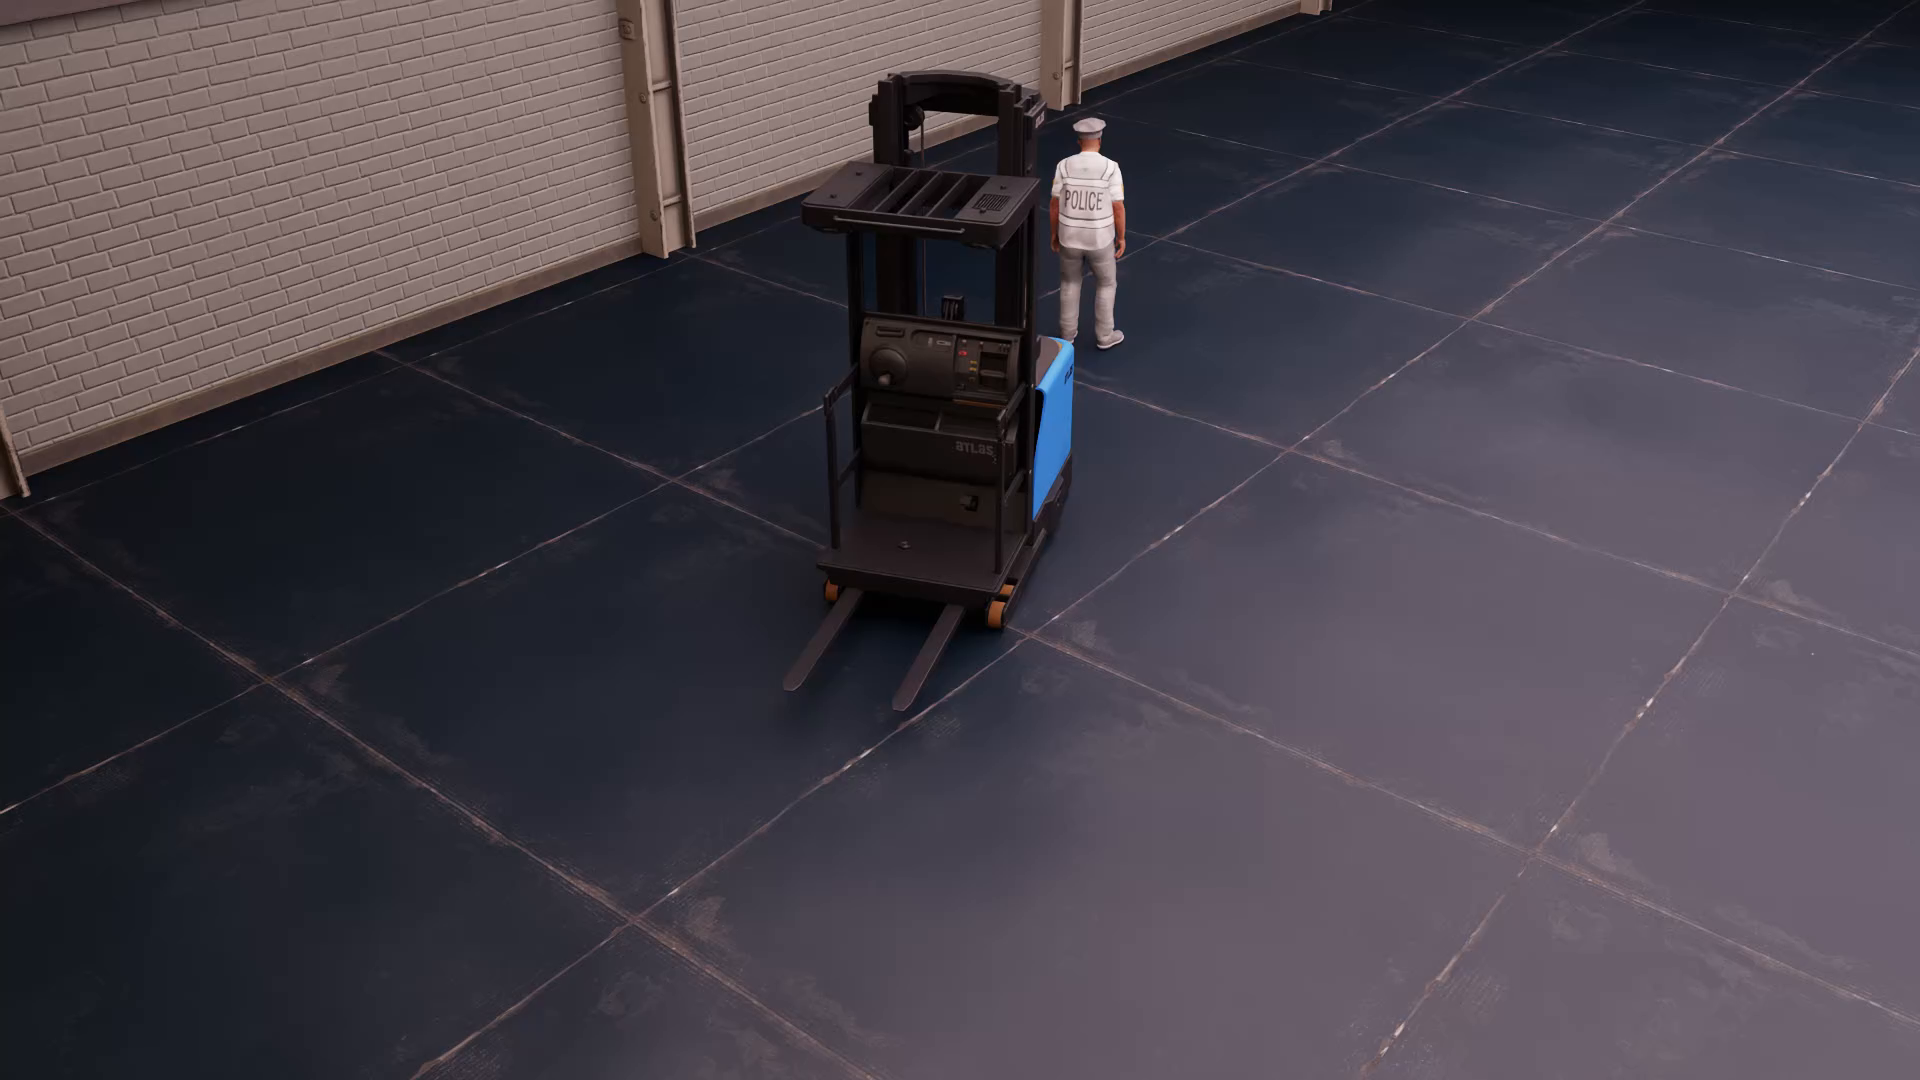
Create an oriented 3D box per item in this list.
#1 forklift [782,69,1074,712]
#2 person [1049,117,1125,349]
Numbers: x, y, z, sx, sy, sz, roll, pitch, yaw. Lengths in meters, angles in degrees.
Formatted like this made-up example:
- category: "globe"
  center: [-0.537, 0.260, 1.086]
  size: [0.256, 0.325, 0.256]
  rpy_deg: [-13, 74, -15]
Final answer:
- category: "forklift"
  center: [-0.176, -0.972, 9.258]
  size: [1.130, 2.935, 3.031]
  rpy_deg: [9, 31, 14]
- category: "person"
  center: [0.976, -2.317, 12.732]
  size: [0.594, 1.746, 0.442]
  rpy_deg: [8, 31, 14]
